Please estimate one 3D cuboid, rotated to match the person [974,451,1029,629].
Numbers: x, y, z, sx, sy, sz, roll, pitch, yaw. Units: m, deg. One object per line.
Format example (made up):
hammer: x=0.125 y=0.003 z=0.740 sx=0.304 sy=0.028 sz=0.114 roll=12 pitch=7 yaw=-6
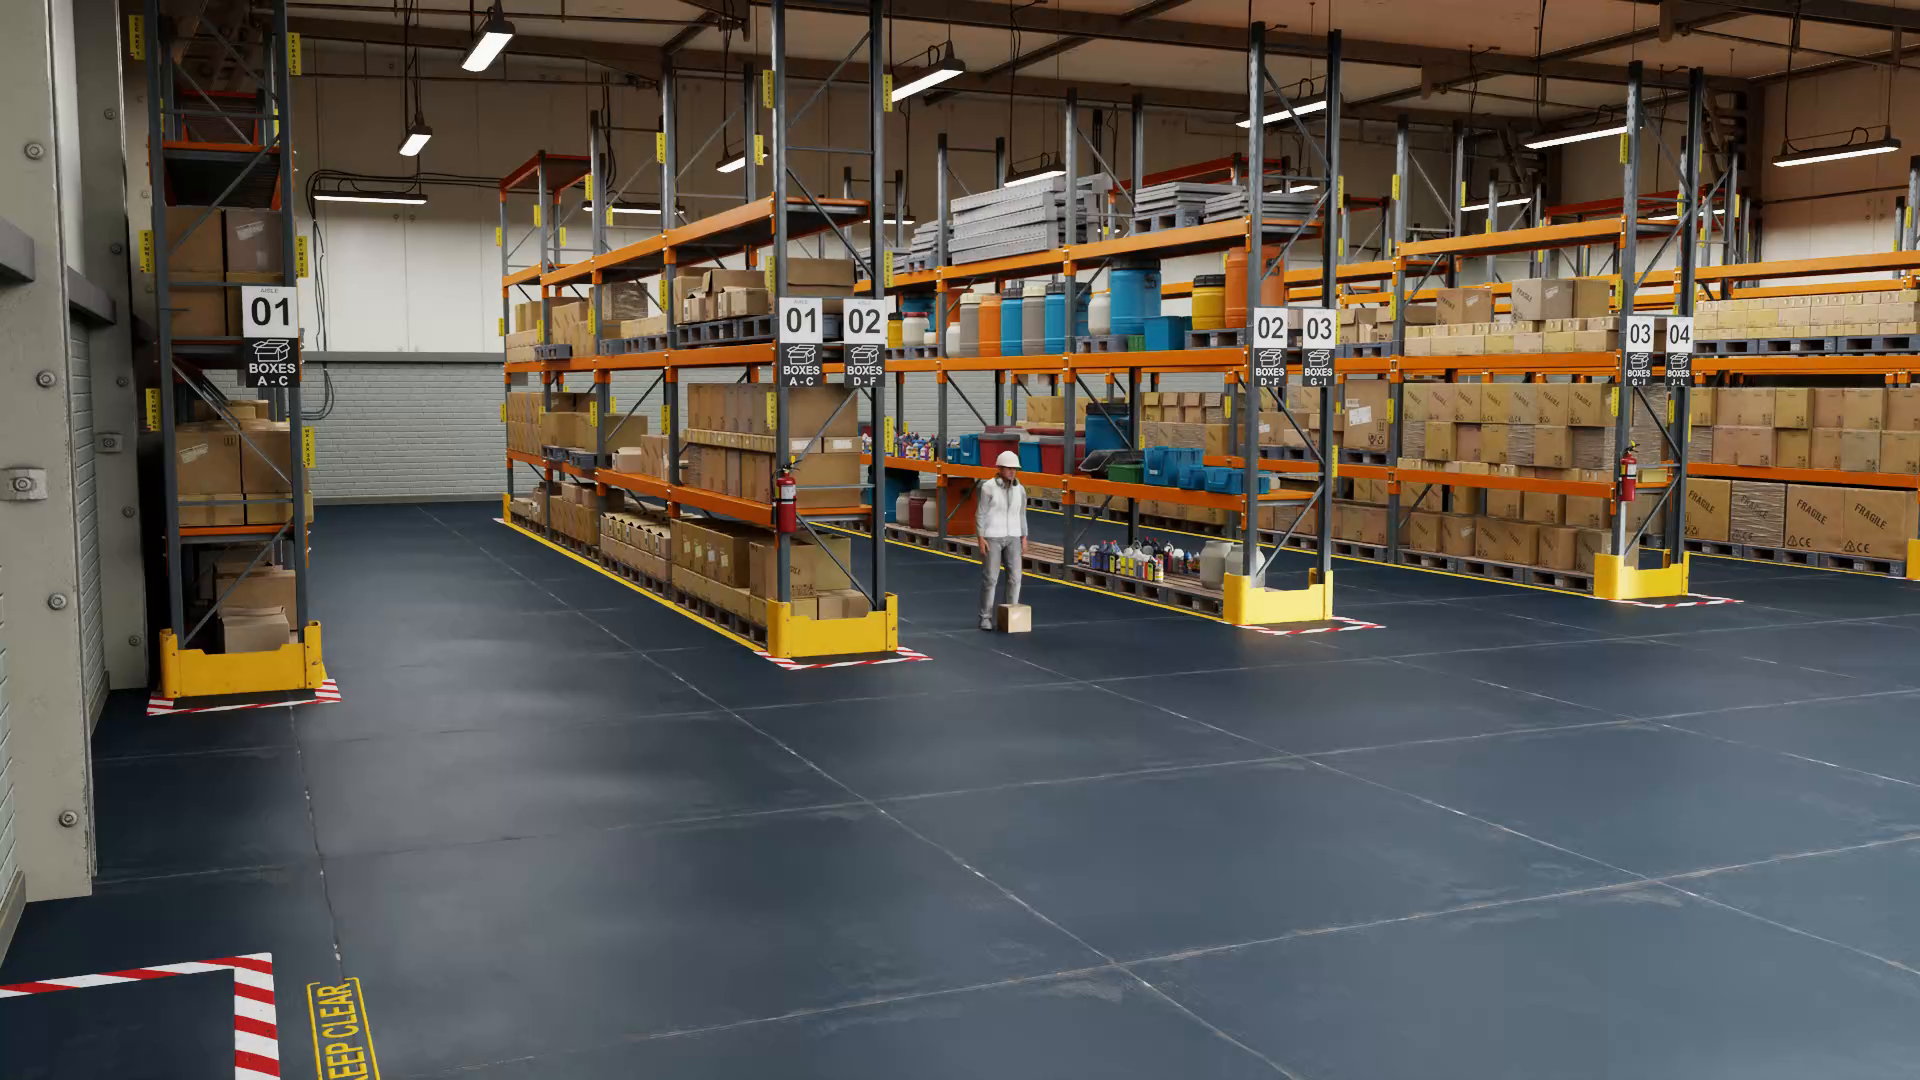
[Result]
person: x=0.420 y=-0.005 z=16.660 sx=0.580 sy=1.772 sz=0.461 roll=-2 pitch=6 yaw=-23
